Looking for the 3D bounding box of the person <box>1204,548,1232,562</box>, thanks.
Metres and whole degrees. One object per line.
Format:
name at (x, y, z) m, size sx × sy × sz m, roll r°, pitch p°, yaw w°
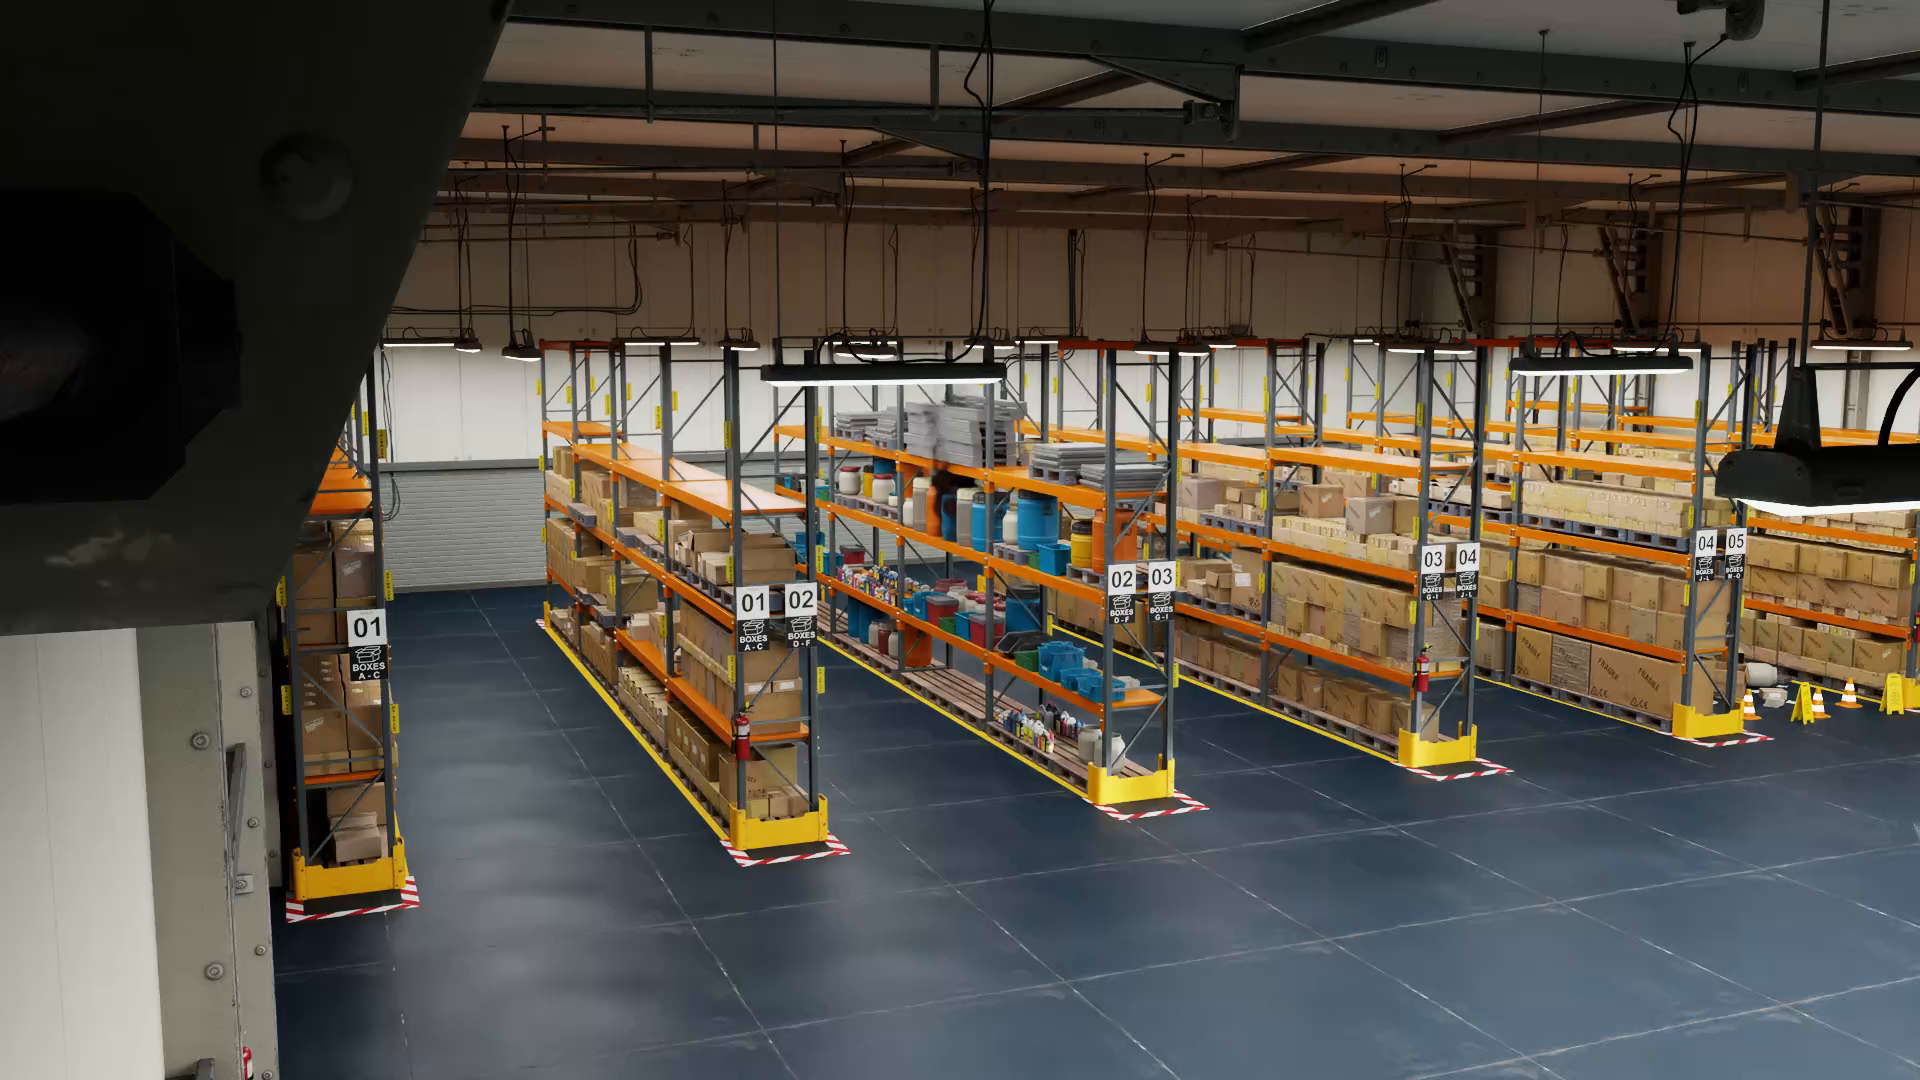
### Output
person at (6.401, 0.064, 41.738) m, size 0.893 × 1.737 × 0.701 m, roll 5°, pitch 9°, yaw 34°
